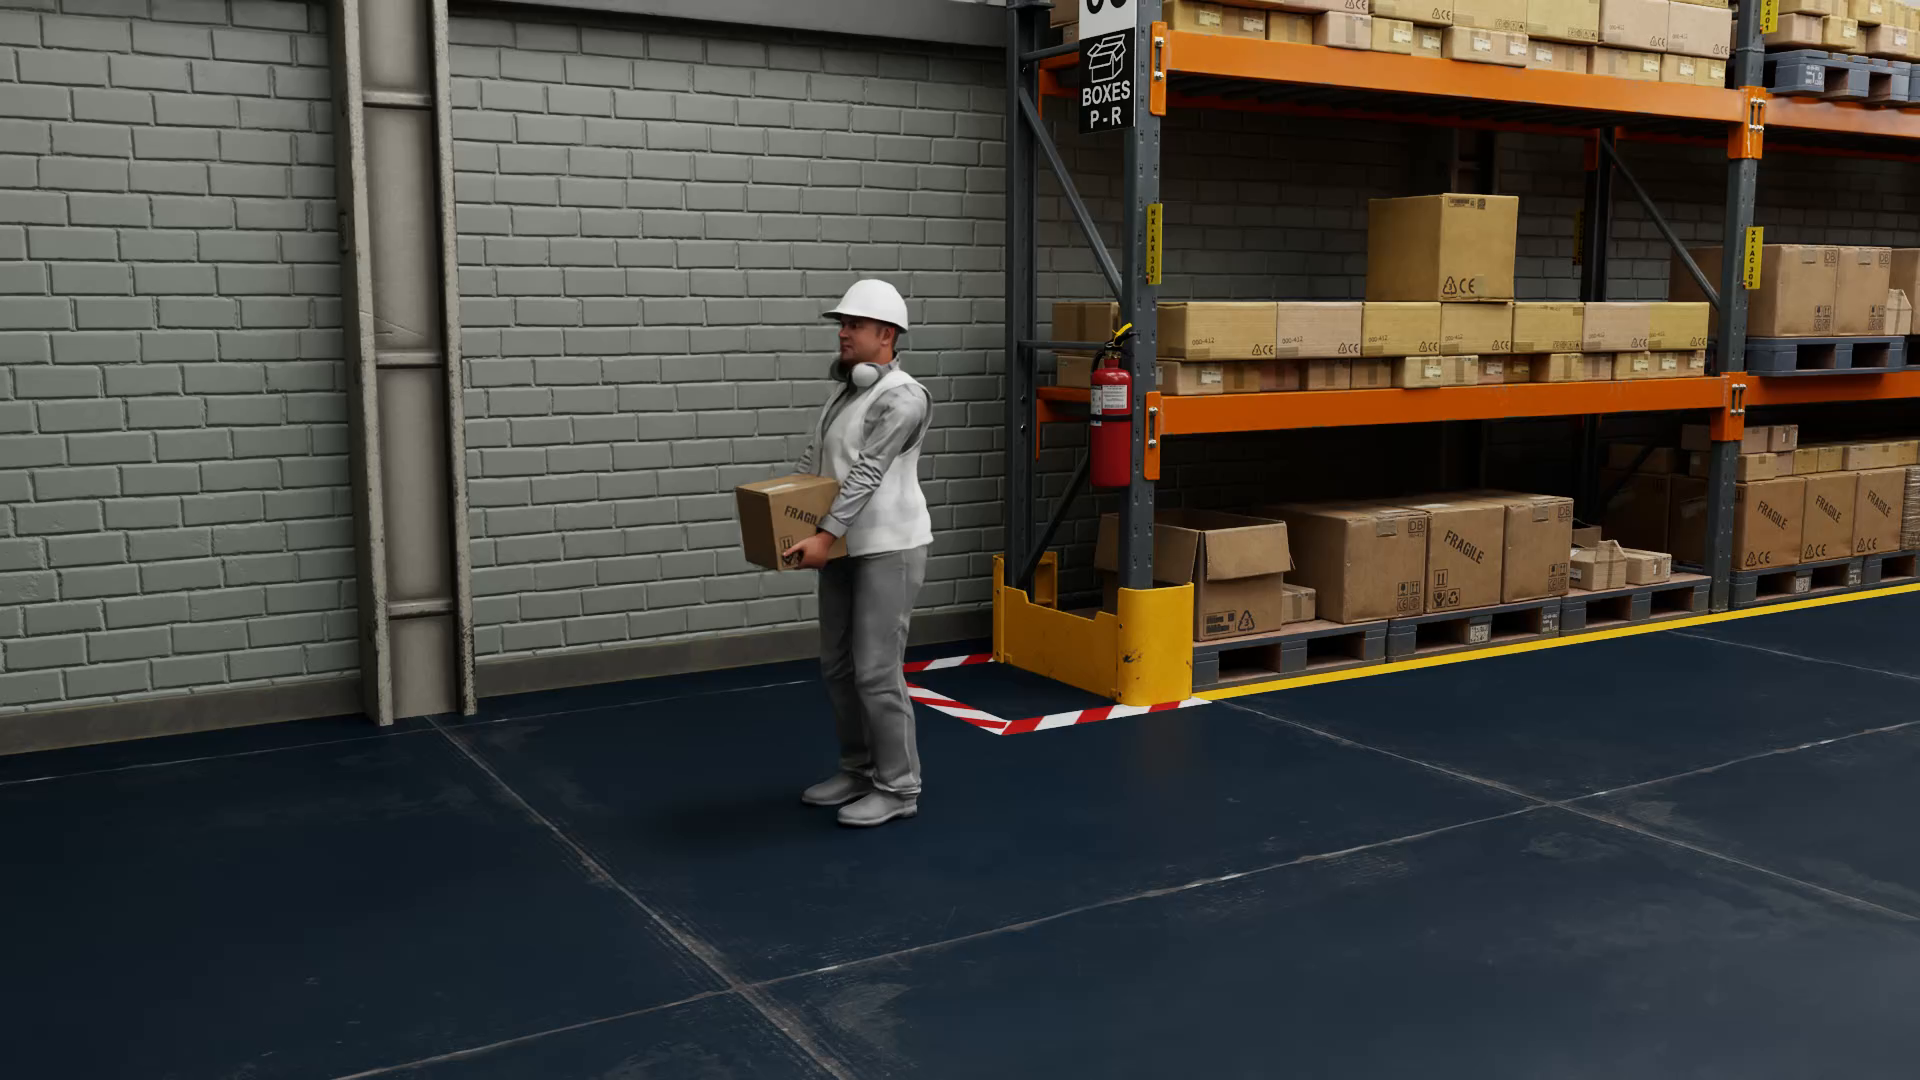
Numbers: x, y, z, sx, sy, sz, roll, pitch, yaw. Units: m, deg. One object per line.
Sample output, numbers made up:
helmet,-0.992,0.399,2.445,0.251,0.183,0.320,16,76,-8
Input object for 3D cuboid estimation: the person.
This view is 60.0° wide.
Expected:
person,-0.376,0.042,5.453,0.558,1.772,0.495,-5,9,-31
